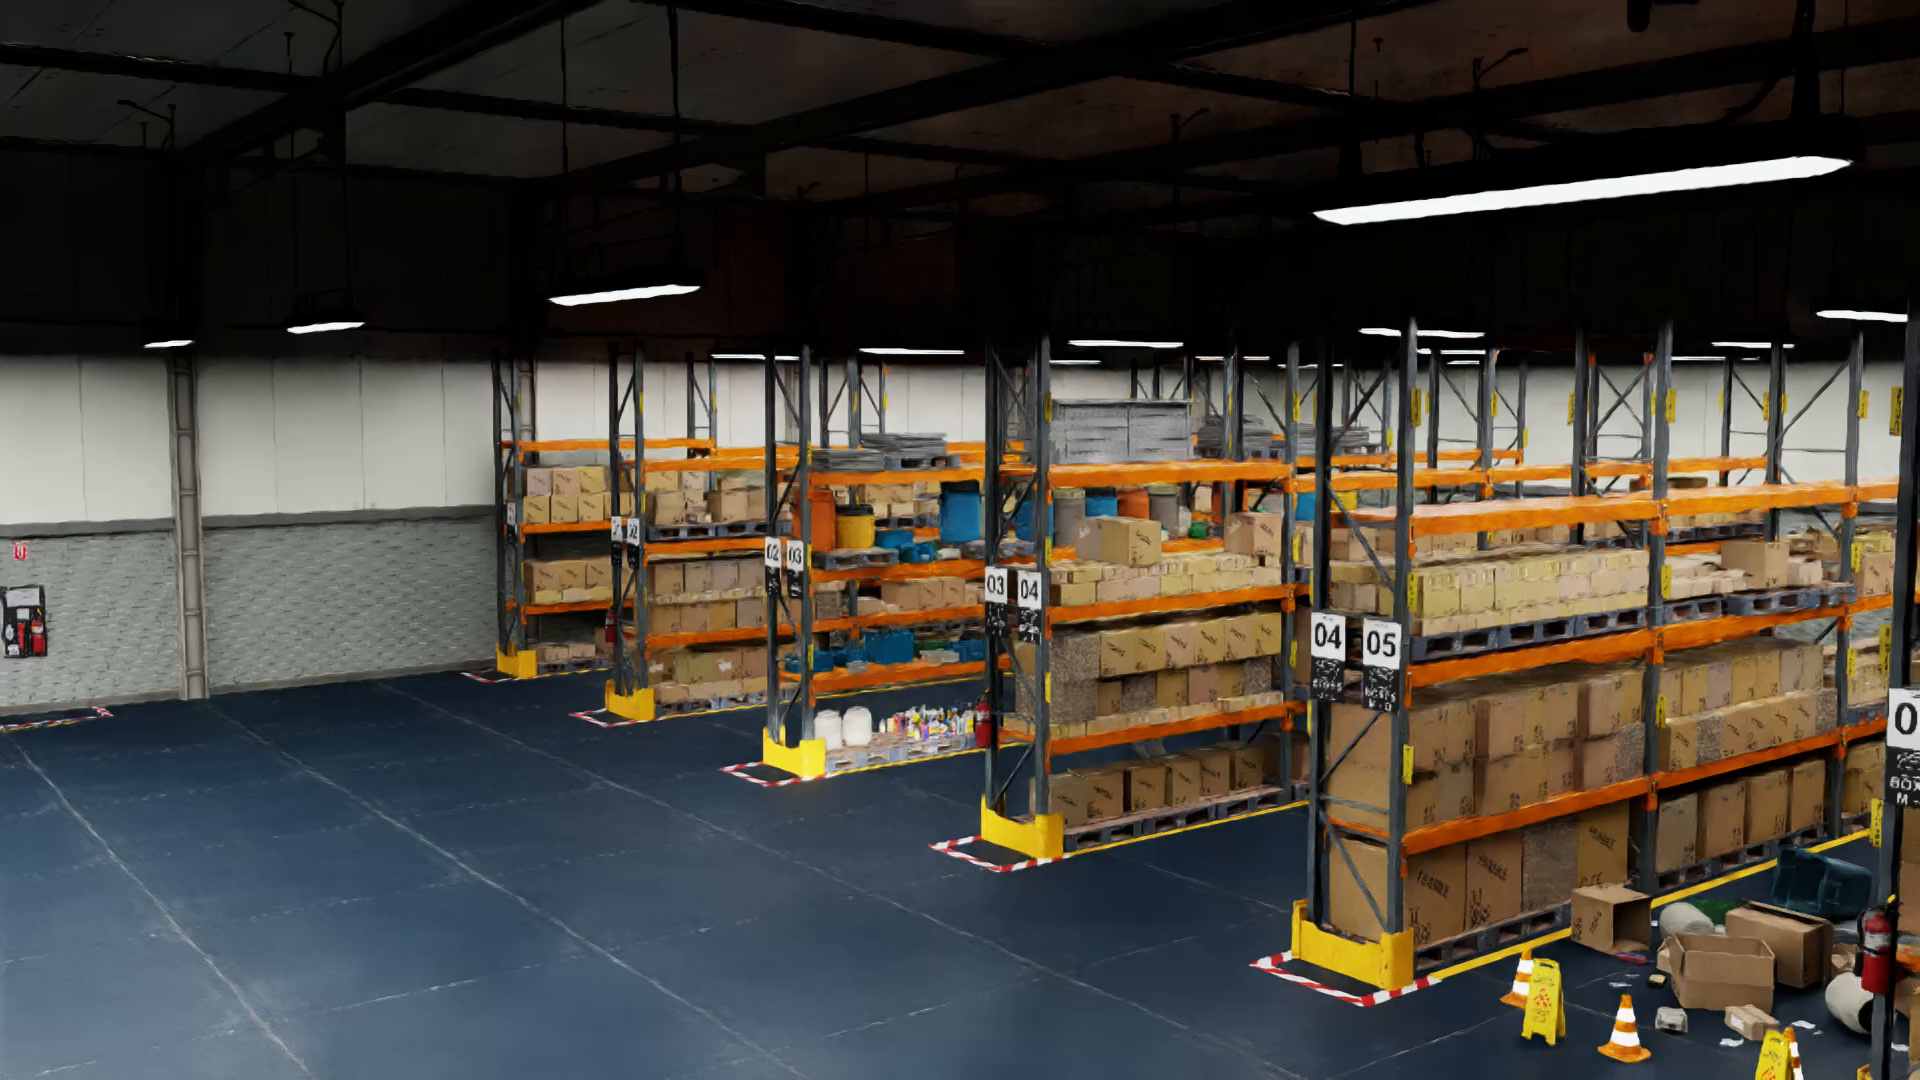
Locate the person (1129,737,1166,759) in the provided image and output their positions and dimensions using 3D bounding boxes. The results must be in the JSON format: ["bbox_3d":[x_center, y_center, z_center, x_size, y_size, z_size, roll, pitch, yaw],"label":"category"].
[{"bbox_3d":[2.530,2.390,22.560,0.568,1.611,0.608,-4,6,-39],"label":"person"}]
